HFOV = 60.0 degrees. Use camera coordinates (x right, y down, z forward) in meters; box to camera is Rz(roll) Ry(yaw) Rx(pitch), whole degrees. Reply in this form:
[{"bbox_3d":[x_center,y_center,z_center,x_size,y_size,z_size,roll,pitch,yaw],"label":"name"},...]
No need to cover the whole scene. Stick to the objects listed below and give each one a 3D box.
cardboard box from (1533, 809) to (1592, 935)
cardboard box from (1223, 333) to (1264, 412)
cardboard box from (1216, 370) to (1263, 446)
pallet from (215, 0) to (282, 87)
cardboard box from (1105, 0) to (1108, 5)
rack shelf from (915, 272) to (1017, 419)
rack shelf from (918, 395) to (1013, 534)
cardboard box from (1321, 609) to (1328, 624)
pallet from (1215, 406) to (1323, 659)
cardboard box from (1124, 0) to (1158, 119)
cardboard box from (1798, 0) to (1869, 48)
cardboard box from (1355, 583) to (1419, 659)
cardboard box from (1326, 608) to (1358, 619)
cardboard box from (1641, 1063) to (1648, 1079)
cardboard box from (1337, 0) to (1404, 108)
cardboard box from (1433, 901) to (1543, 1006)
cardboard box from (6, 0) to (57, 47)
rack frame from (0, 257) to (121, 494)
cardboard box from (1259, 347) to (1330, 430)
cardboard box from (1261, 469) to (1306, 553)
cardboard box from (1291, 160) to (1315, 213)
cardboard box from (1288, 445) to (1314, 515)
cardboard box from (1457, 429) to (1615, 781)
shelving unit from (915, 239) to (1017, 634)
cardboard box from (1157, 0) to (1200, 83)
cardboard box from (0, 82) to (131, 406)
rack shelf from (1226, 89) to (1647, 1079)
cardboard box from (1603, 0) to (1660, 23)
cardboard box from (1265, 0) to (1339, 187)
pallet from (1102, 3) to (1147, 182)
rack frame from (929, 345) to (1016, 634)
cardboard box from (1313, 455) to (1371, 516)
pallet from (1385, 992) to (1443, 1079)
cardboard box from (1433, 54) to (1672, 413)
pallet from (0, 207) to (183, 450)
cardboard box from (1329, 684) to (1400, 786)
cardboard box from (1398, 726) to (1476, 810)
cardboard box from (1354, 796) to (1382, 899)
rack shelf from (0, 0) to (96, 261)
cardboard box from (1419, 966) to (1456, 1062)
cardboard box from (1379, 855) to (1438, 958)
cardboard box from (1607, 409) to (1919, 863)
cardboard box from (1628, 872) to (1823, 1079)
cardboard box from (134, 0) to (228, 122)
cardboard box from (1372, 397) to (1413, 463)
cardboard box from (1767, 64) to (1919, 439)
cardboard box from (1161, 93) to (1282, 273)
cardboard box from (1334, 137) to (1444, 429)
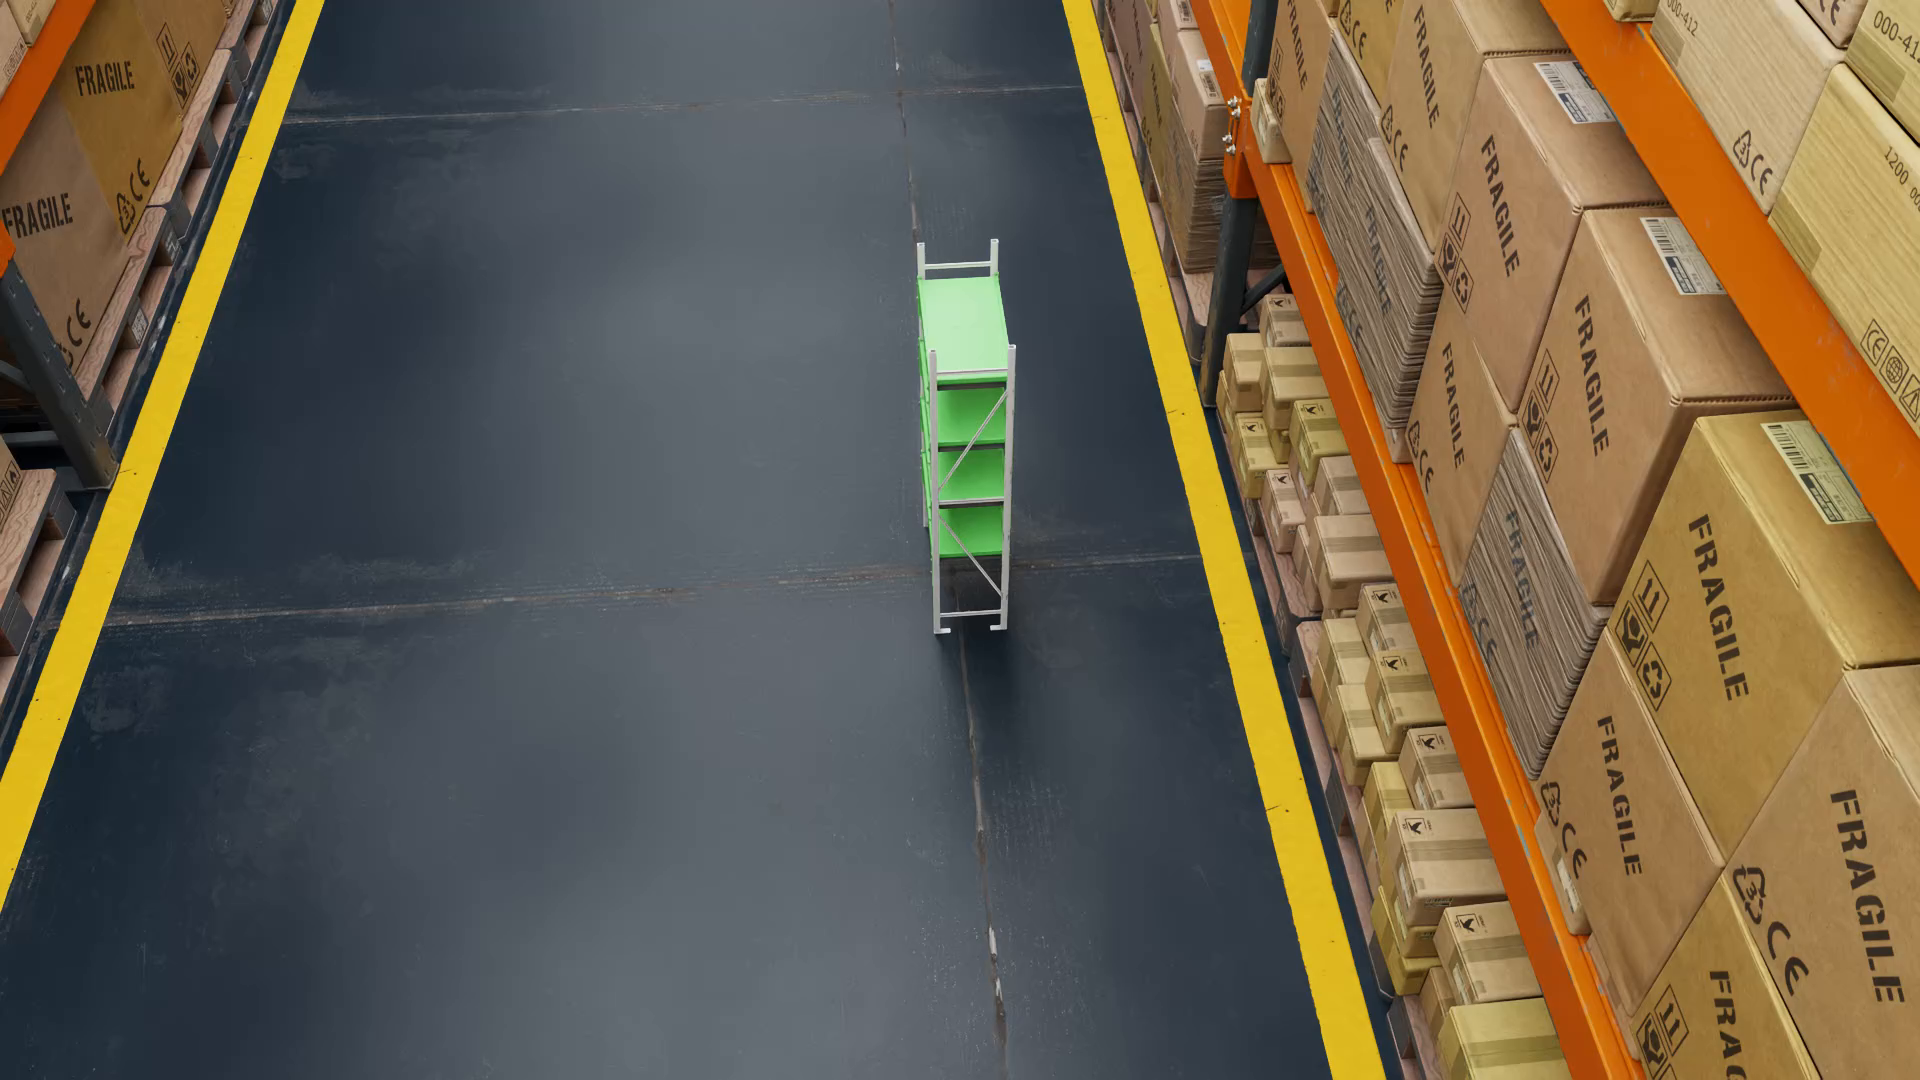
[{"bbox_3d":[1.365,0.622,3.268,0.380,0.149,0.250,-2,47,-2],"label":"cardboard box"},{"bbox_3d":[1.115,-0.578,5.701,0.380,0.149,0.250,-2,47,-1],"label":"cardboard box"},{"bbox_3d":[1.114,-0.475,5.808,0.380,0.149,0.250,-5,47,-5],"label":"cardboard box"},{"bbox_3d":[-3.865,-2.580,8.048,1.003,0.211,1.213,-3,47,-3],"label":"pallet"},{"bbox_3d":[0.919,-2.882,7.846,0.500,0.500,0.500,-3,47,-3],"label":"cardboard box"},{"bbox_3d":[0.014,-0.579,4.899,0.258,0.148,0.480,-3,47,-3],"label":"rack shelf"},{"bbox_3d":[0.014,-0.249,5.247,0.258,0.148,0.480,-3,47,-3],"label":"rack shelf"},{"bbox_3d":[1.337,0.267,5.105,0.380,0.149,0.250,-5,47,-5],"label":"cardboard box"},{"bbox_3d":[1.495,-0.151,5.748,1.003,0.211,1.213,-3,47,-3],"label":"pallet"},{"bbox_3d":[1.009,-2.141,7.145,0.500,0.500,0.500,-4,47,-4],"label":"cardboard box"},{"bbox_3d":[1.362,-0.910,2.239,0.500,0.250,0.500,-3,47,-3],"label":"cardboard box"},{"bbox_3d":[1.349,0.251,4.711,0.380,0.149,0.250,-5,47,-5],"label":"cardboard box"},{"bbox_3d":[1.301,0.169,4.993,0.380,0.149,0.250,-2,47,-1],"label":"cardboard box"},{"bbox_3d":[1.446,0.986,2.924,0.380,0.149,0.250,-4,47,-3],"label":"cardboard box"},{"bbox_3d":[1.257,-1.359,4.009,0.500,0.500,0.500,-5,47,-4],"label":"cardboard box"},{"bbox_3d":[1.371,1.008,3.994,0.380,0.149,0.250,-5,47,-5],"label":"cardboard box"},{"bbox_3d":[-3.340,-1.877,5.565,0.500,0.250,0.500,-5,47,-4],"label":"cardboard box"},{"bbox_3d":[-3.521,-1.220,4.839,1.000,3.000,0.127,-3,47,-3],"label":"rack frame"},{"bbox_3d":[1.190,-0.498,5.420,0.380,0.149,0.250,-1,47,-1],"label":"cardboard box"},{"bbox_3d":[1.208,-0.106,5.458,0.380,0.149,0.250,-4,47,-3],"label":"cardboard box"},{"bbox_3d":[1.197,-1.100,4.899,0.380,0.149,0.250,-2,47,-2],"label":"cardboard box"},{"bbox_3d":[1.282,-0.227,5.368,0.380,0.149,0.250,-4,47,-4],"label":"cardboard box"},{"bbox_3d":[1.354,0.115,3.301,0.500,0.500,0.500,-3,47,-3],"label":"cardboard box"},{"bbox_3d":[0.014,-0.293,5.201,0.258,1.200,0.503,-3,47,-3],"label":"shelving unit"},{"bbox_3d":[1.059,-2.033,6.525,0.500,0.250,0.500,-1,47,-1],"label":"cardboard box"},{"bbox_3d":[-3.653,-1.077,5.878,0.875,0.875,0.875,-2,47,-2],"label":"cardboard box"},{"bbox_3d":[1.571,0.101,4.084,1.077,0.370,4.000,-3,47,-3],"label":"rack shelf"},{"bbox_3d":[1.294,-1.105,2.767,0.500,0.250,0.500,-2,47,-2],"label":"cardboard box"},{"bbox_3d":[1.194,-1.357,4.695,0.500,0.500,0.500,-4,47,-4],"label":"cardboard box"},{"bbox_3d":[1.231,-2.083,7.577,1.003,0.211,1.213,-3,47,-3],"label":"pallet"},{"bbox_3d":[0.034,-0.116,5.034,0.240,1.200,0.015,-3,47,-3],"label":"rack frame"},{"bbox_3d":[1.304,-0.130,5.072,0.380,0.149,0.250,-5,47,-4],"label":"cardboard box"},{"bbox_3d":[1.699,1.614,4.076,1.003,0.211,1.213,-3,47,-3],"label":"pallet"},{"bbox_3d":[1.310,-0.621,3.310,0.500,0.500,0.500,-5,47,-5],"label":"cardboard box"},{"bbox_3d":[-3.661,-0.815,6.376,1.003,0.211,1.213,-3,47,-3],"label":"pallet"},{"bbox_3d":[1.254,0.535,4.646,0.380,0.149,0.250,-3,47,-3],"label":"cardboard box"},{"bbox_3d":[1.381,0.619,4.362,0.380,0.149,0.250,-5,47,-5],"label":"cardboard box"},{"bbox_3d":[1.307,0.834,4.568,0.380,0.149,0.250,-3,47,-3],"label":"cardboard box"},{"bbox_3d":[-3.688,-2.419,6.471,1.077,0.370,4.000,-3,47,-3],"label":"rack shelf"},{"bbox_3d":[1.394,1.214,4.209,0.380,0.149,0.250,-3,47,-3],"label":"cardboard box"},{"bbox_3d":[1.308,0.920,4.283,0.380,0.149,0.250,-3,47,-3],"label":"cardboard box"},{"bbox_3d":[1.410,0.137,2.592,0.500,0.500,0.500,-5,47,-5],"label":"cardboard box"},{"bbox_3d":[1.444,0.854,2.601,0.500,0.500,0.500,-3,47,-2],"label":"cardboard box"},{"bbox_3d":[-3.810,-2.377,7.110,0.875,0.875,0.875,-3,47,-3],"label":"cardboard box"},{"bbox_3d":[1.260,-0.333,4.172,0.380,0.149,0.250,-2,47,-2],"label":"cardboard box"},{"bbox_3d":[1.386,-0.361,2.064,0.500,0.250,0.500,-3,47,-3],"label":"cardboard box"},{"bbox_3d":[1.090,-1.399,6.441,0.500,0.500,0.500,-4,47,-4],"label":"cardboard box"},{"bbox_3d":[1.248,-0.633,4.009,0.500,0.500,0.500,-4,47,-4],"label":"cardboard box"}]
